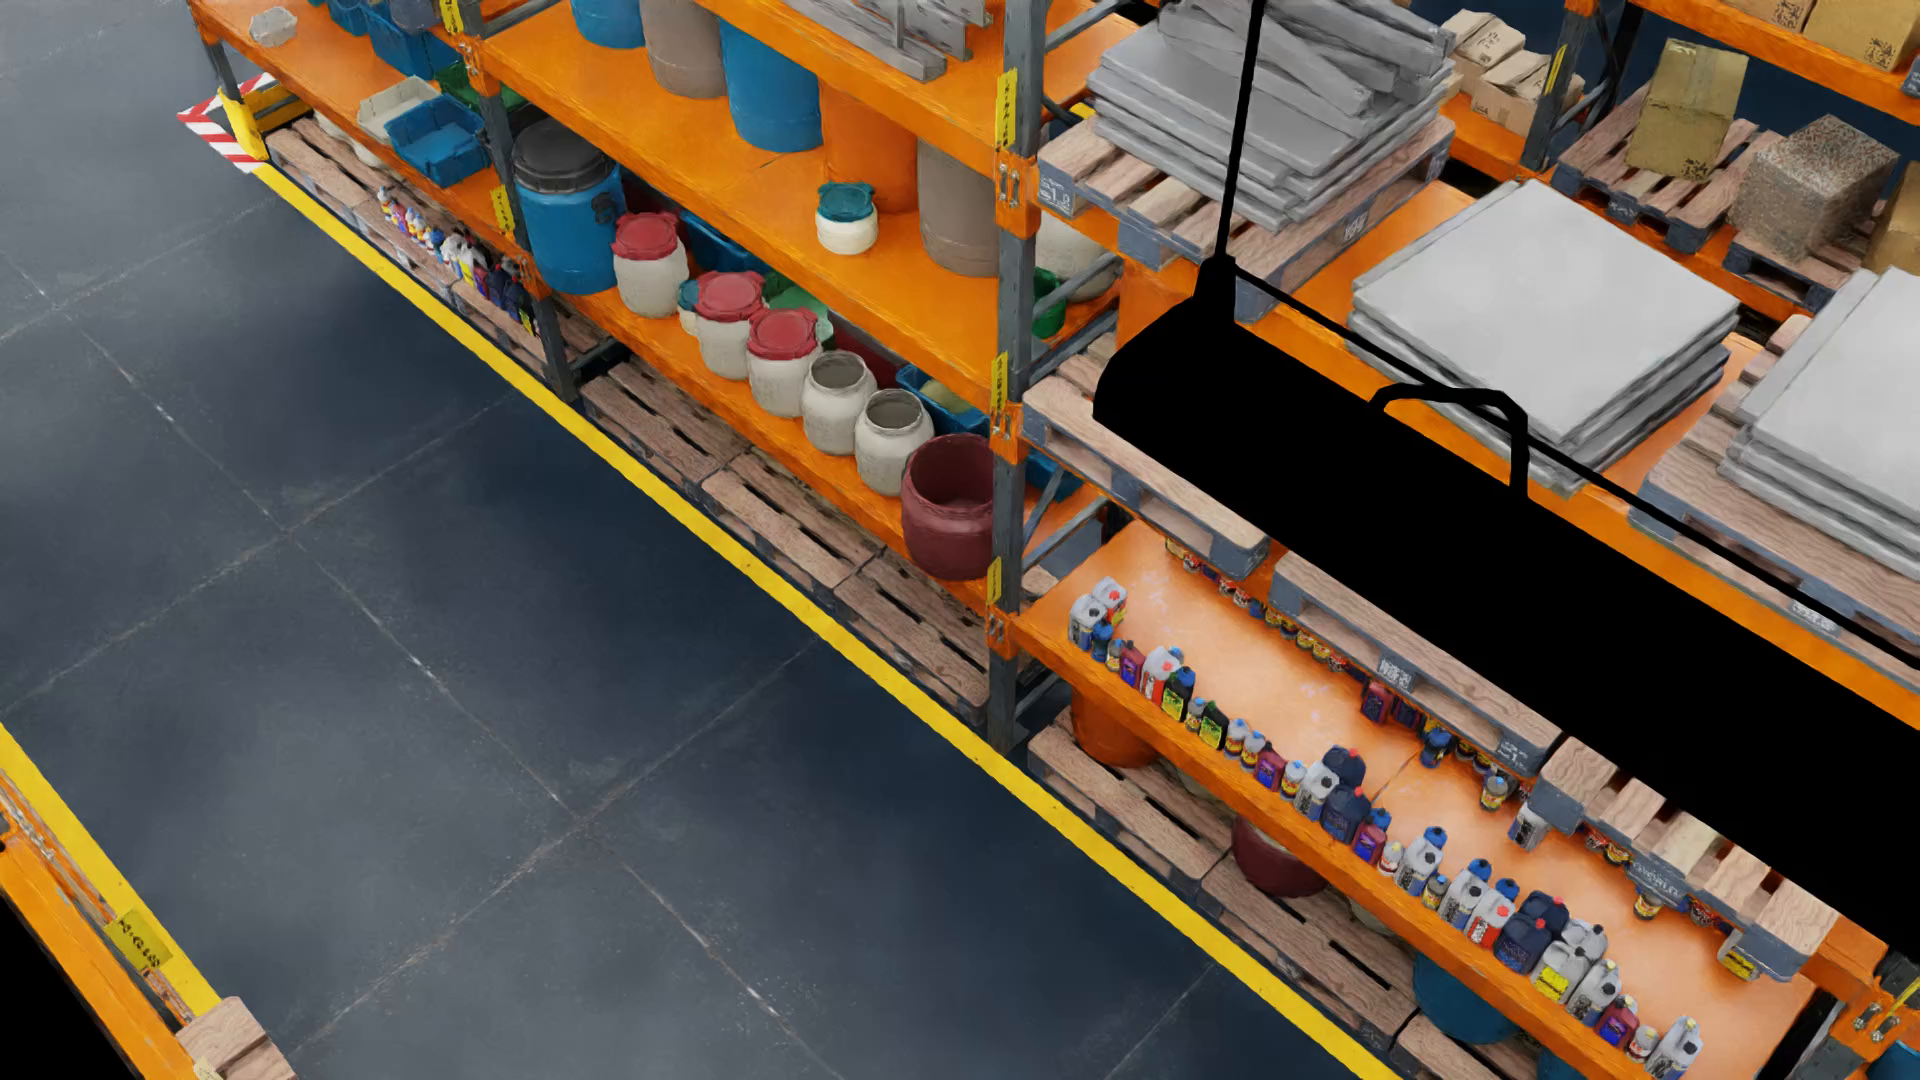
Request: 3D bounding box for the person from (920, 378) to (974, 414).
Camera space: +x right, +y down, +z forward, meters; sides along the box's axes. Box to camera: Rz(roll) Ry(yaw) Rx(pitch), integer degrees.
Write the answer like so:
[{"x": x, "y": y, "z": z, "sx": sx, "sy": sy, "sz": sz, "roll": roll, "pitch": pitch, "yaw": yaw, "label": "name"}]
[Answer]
[{"x": -0.044, "y": -0.529, "z": 9.574, "sx": 0.488, "sy": 1.631, "sz": 0.956, "roll": -19, "pitch": 53, "yaw": -15, "label": "person"}]
